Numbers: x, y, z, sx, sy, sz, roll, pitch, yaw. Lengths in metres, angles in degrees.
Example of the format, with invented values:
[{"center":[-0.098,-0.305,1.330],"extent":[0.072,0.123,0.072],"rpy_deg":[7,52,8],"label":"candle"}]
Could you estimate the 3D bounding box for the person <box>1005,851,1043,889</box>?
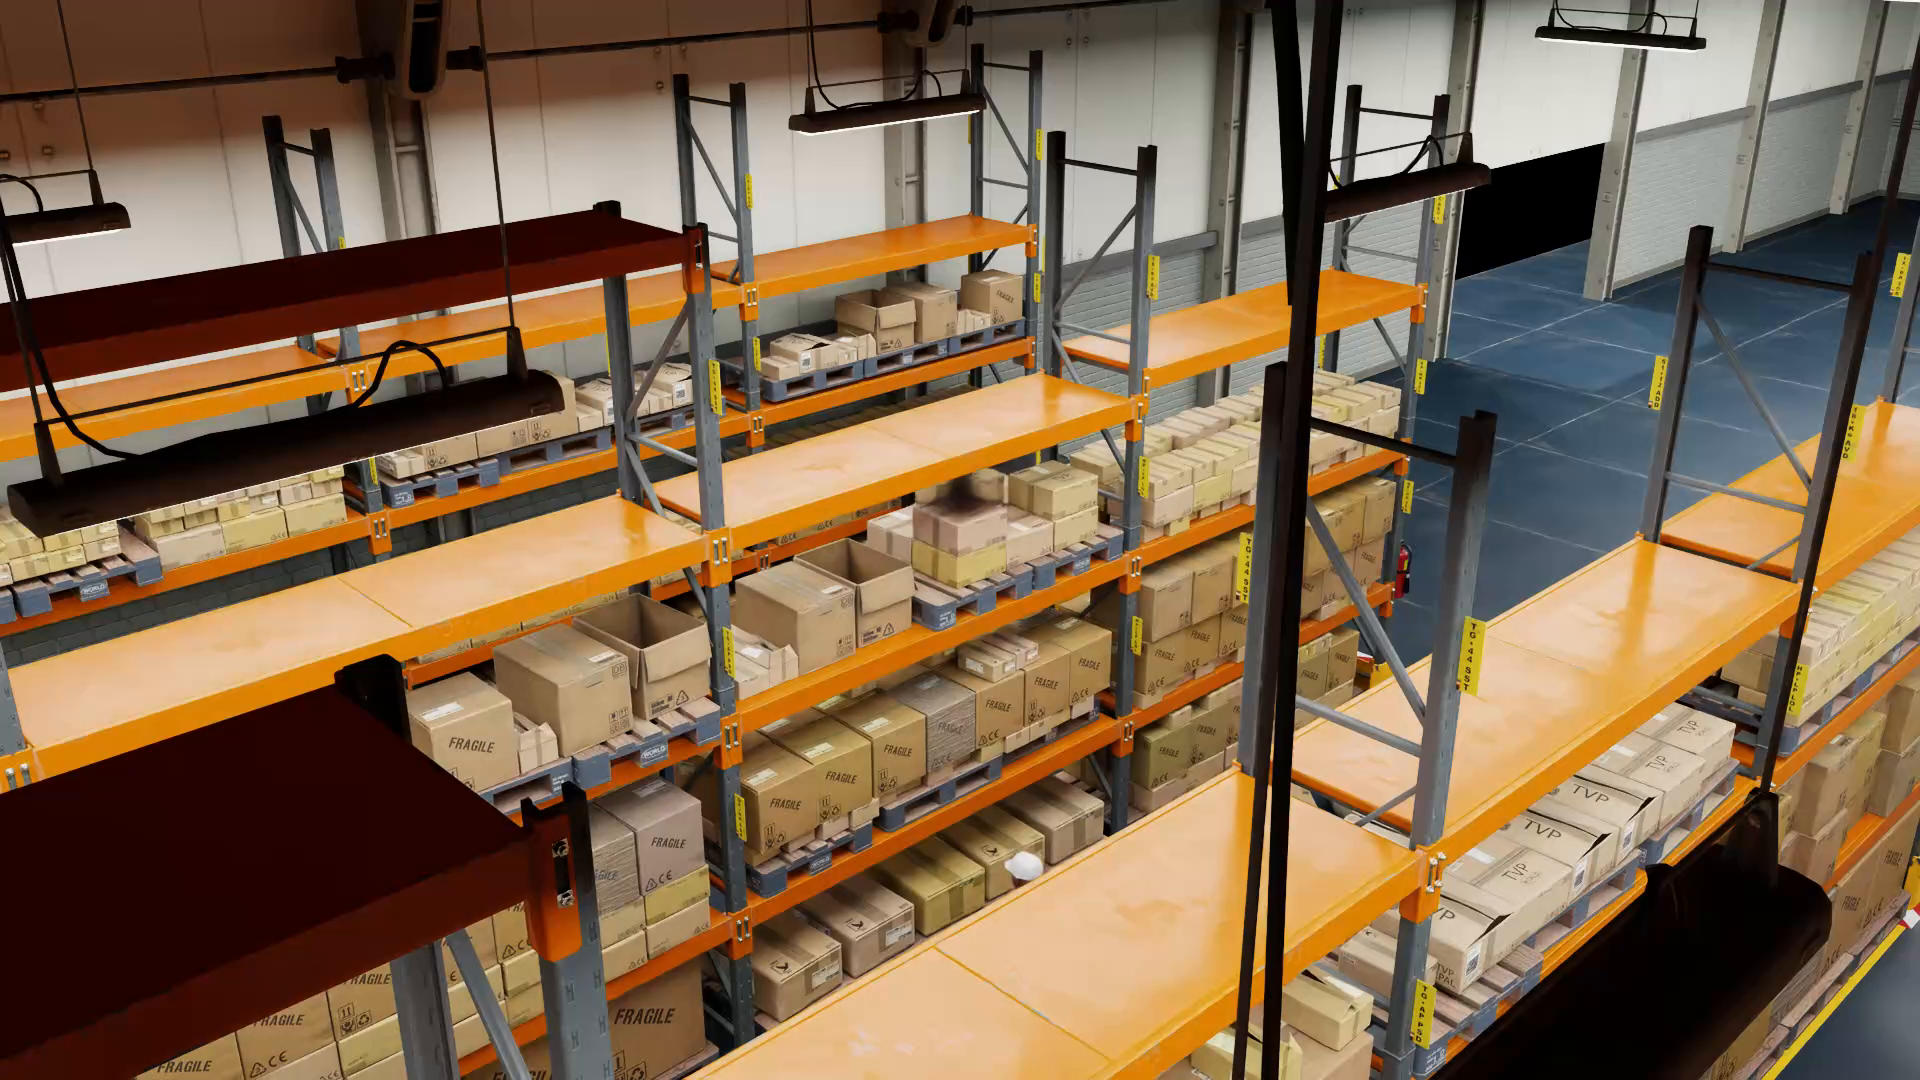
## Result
[{"center":[0.433,2.912,11.475],"extent":[0.417,1.770,0.630],"rpy_deg":[8,24,18],"label":"person"}]
